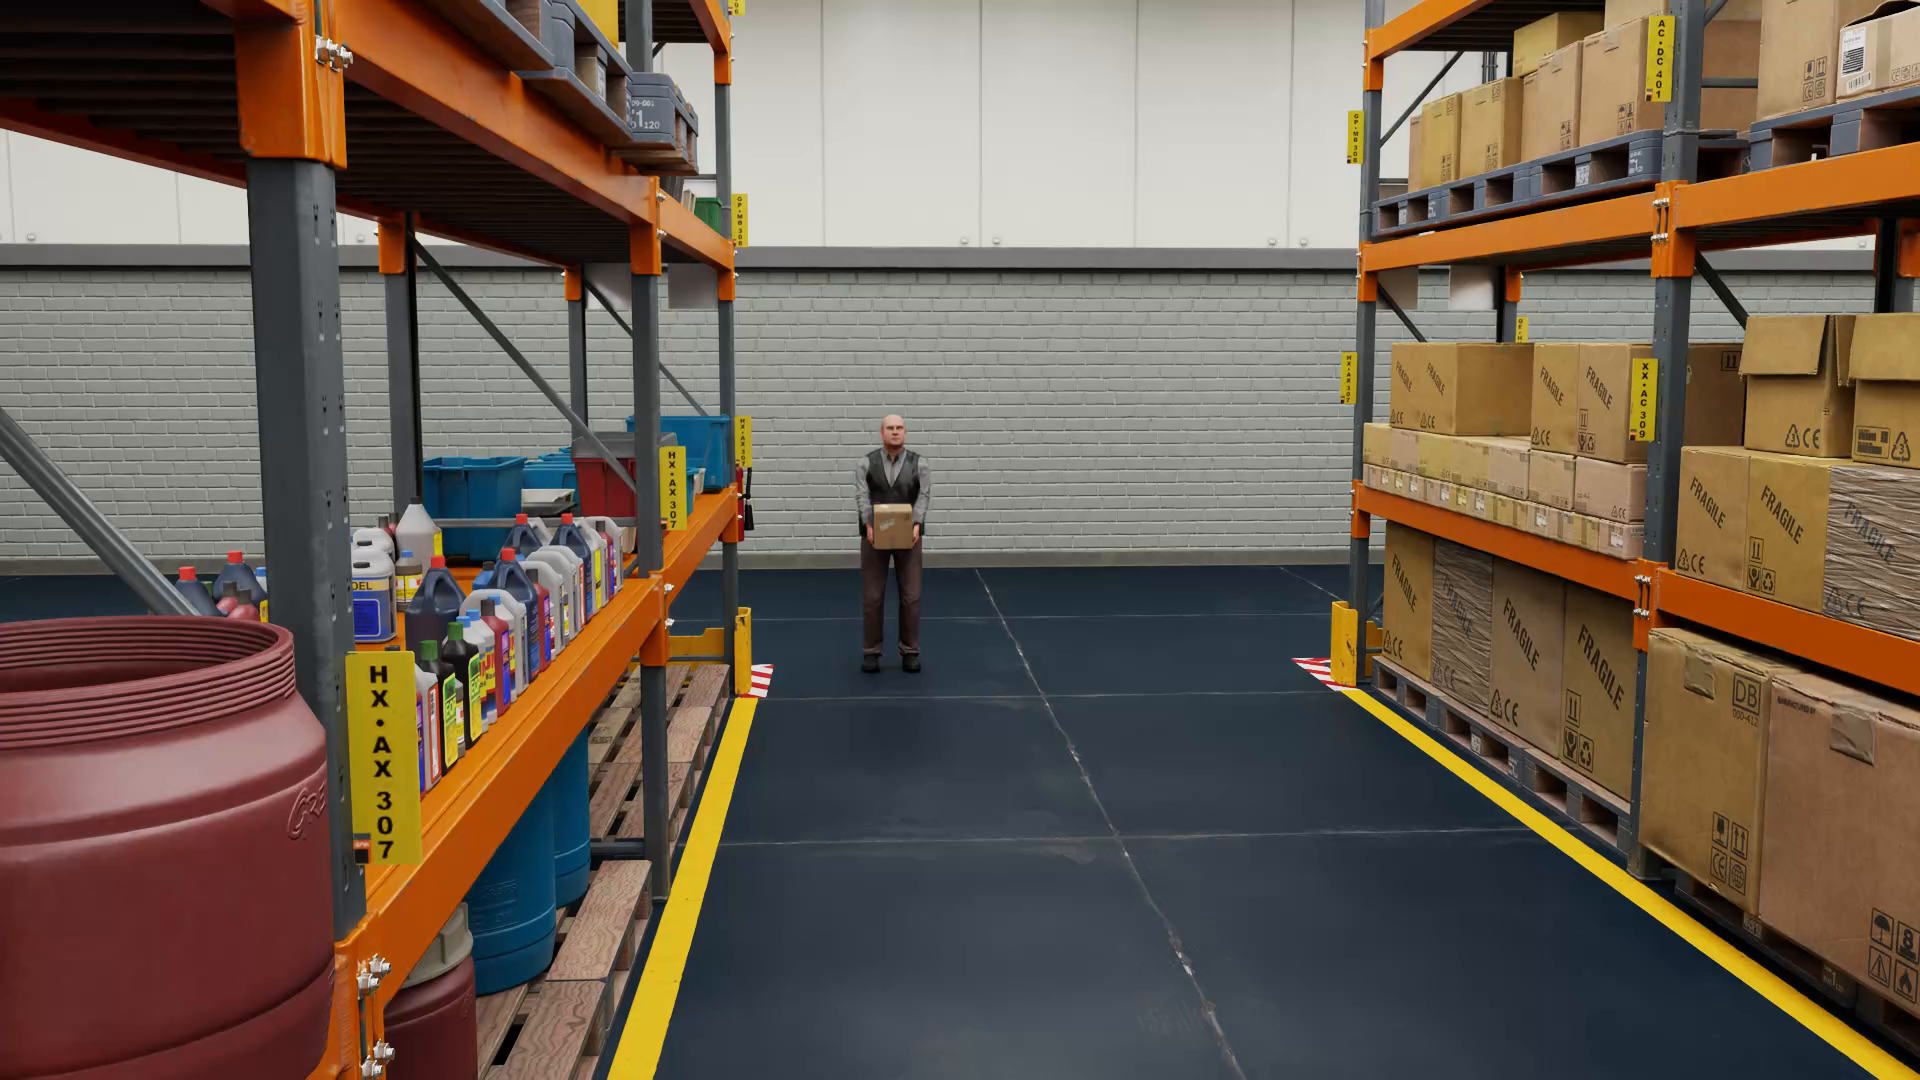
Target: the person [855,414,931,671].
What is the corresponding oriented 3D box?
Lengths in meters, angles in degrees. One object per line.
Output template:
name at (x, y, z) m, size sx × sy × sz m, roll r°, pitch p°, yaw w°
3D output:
person at (-0.444, 0.025, 11.129) m, size 0.508 × 1.722 × 0.547 m, roll 0°, pitch 7°, yaw -4°
